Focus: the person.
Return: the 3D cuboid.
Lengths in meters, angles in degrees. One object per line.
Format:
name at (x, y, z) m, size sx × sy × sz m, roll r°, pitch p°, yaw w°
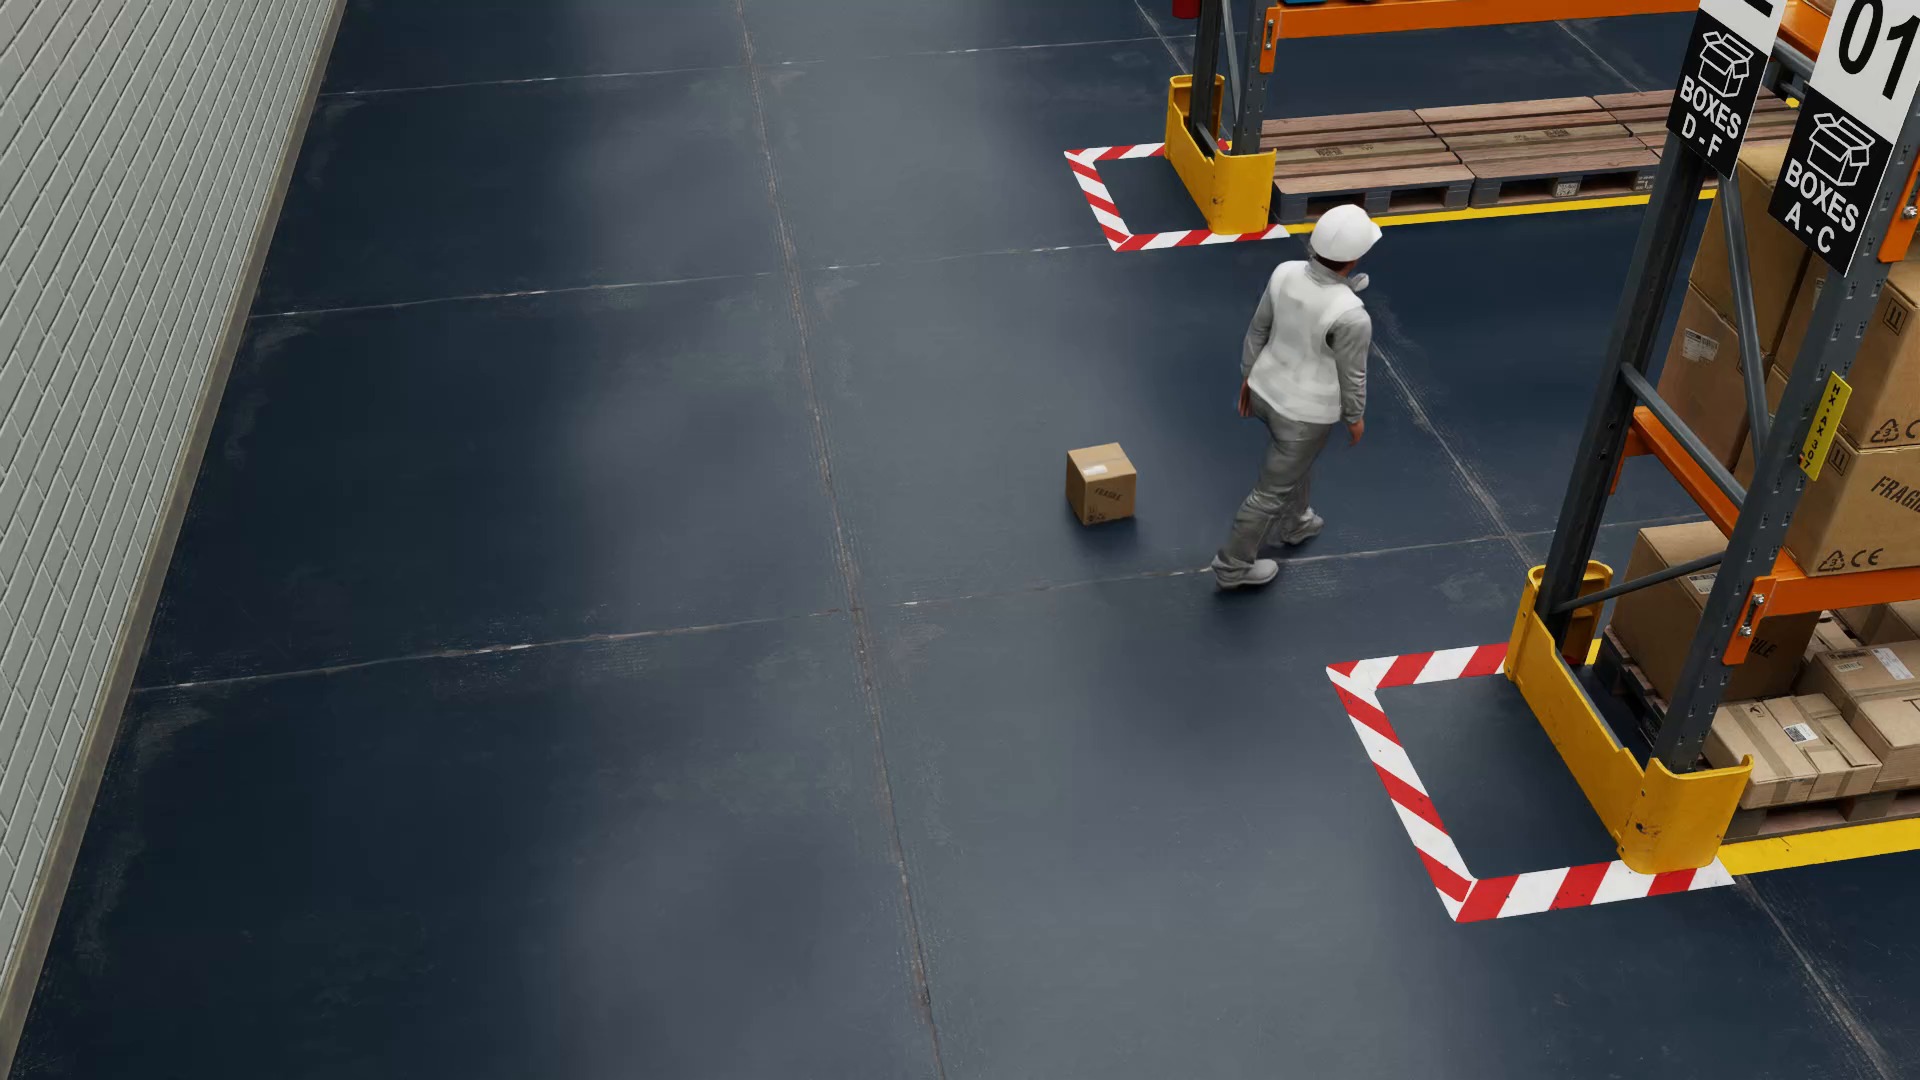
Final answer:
person at (1.420, -0.564, 6.850) m, size 0.732 × 1.788 × 0.537 m, roll -16°, pitch 41°, yaw -19°
